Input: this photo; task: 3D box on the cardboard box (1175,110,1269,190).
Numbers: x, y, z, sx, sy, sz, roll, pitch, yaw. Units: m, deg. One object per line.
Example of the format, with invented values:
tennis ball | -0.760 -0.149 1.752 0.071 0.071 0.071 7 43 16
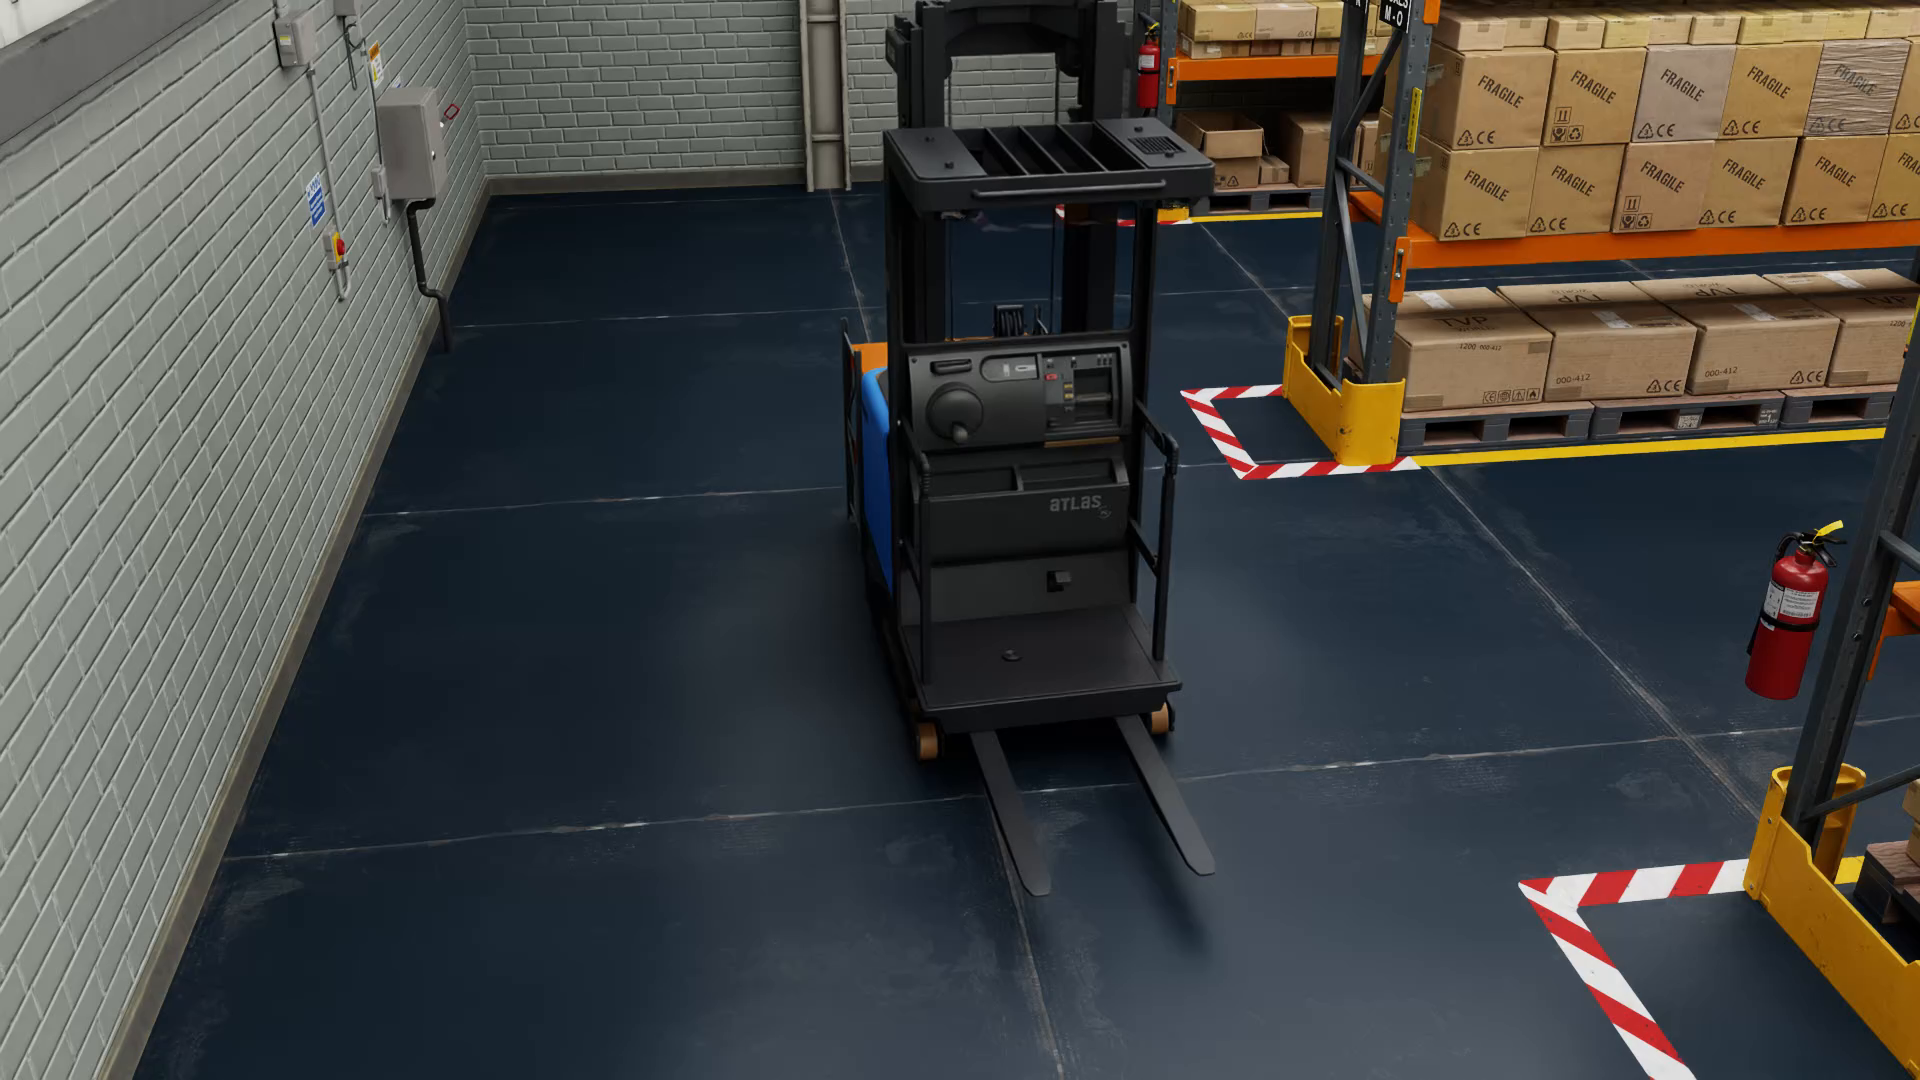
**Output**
cardboard box | 2.231 -3.347 14.262 0.637 0.503 0.797 -5 28 -9

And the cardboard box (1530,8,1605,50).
cardboard box | 3.220 -2.720 8.850 0.250 0.149 0.380 -3 27 -6

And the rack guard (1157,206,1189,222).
rack guard | 1.687 -3.168 14.376 0.348 0.500 1.175 -4 27 -7

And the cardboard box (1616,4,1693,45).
cardboard box | 3.731 -2.786 8.978 0.250 0.149 0.380 -3 27 -7

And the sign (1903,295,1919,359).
sign | 3.039 -0.708 5.229 0.005 0.325 0.100 -4 27 -7

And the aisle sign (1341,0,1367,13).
aisle sign | 2.193 -3.324 9.094 0.004 0.787 0.394 -4 27 -7

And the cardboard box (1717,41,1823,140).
cardboard box | 4.335 -2.527 9.184 0.500 0.500 0.500 -4 27 -7

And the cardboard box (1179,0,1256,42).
cardboard box | 2.099 -4.248 13.581 0.500 0.250 0.500 -4 27 -7

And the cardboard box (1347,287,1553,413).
cardboard box | 2.947 -1.165 10.082 0.875 0.438 0.875 -5 28 -9

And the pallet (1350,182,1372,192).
pallet | 3.682 -3.166 14.690 1.213 0.211 1.003 -4 27 -7

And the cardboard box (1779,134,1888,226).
cardboard box | 4.840 -2.111 9.470 0.500 0.500 0.500 -4 27 -8

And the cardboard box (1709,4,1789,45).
cardboard box | 4.239 -2.786 8.979 0.250 0.149 0.380 -4 27 -8

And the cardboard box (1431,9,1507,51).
cardboard box | 2.697 -2.707 8.824 0.250 0.149 0.380 -3 27 -6

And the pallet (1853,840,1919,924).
pallet | 3.981 1.400 5.790 1.213 0.211 1.003 -4 27 -7

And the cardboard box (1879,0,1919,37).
cardboard box | 5.235 -2.897 9.195 0.250 0.149 0.380 -4 27 -8

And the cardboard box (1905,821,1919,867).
cardboard box | 3.589 1.154 5.878 0.250 0.149 0.380 -3 27 -6

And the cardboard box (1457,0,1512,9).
cardboard box | 2.883 -2.950 9.298 0.250 0.149 0.380 -3 27 -6

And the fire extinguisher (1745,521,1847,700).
fire extinguisher | 2.783 0.208 5.553 0.183 0.674 0.296 -4 27 -7

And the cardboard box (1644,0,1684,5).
cardboard box | 3.890 -3.029 9.451 0.250 0.149 0.380 -3 27 -6

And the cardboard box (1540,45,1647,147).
cardboard box | 3.333 -2.458 9.051 0.500 0.500 0.500 -4 27 -9

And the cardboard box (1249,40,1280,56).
cardboard box | 2.476 -4.130 13.788 0.250 0.149 0.380 -4 27 -8

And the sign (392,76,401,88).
sign | -3.695 -2.789 11.004 0.001 0.494 0.329 -4 27 -7

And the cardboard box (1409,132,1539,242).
cardboard box | 2.822 -1.977 9.207 0.500 0.500 0.500 -4 27 -8

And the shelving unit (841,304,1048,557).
shelving unit | -0.047 -0.573 8.635 1.048 1.125 0.538 -5 28 -10

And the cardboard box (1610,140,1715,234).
cardboard box | 3.826 -2.046 9.341 0.500 0.500 0.500 -4 27 -7

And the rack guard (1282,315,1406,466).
rack guard | 2.283 -0.918 9.991 0.348 0.500 1.175 -4 27 -7

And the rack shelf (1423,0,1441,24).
rack shelf | 4.288 -3.173 9.150 4.000 0.370 1.077 -4 27 -7

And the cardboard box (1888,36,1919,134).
cardboard box | 5.336 -2.592 9.310 0.500 0.500 0.500 -4 27 -8

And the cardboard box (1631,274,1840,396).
cardboard box | 4.745 -1.284 10.313 0.875 0.438 0.875 -4 27 -9

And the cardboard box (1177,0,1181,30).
cardboard box | 2.030 -4.490 14.053 0.500 0.250 0.500 -3 27 -6

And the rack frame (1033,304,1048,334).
rack frame | 0.451 -0.621 8.727 0.032 1.125 0.500 -5 28 -10

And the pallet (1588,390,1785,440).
pallet | 4.293 -0.953 10.376 1.213 0.211 1.003 -4 27 -7

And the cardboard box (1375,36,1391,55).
cardboard box | 3.516 -4.146 13.819 0.250 0.149 0.380 -3 27 -6

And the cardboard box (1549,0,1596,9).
cardboard box | 3.382 -3.002 9.399 0.250 0.149 0.380 -3 27 -6

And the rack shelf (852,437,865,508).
rack shelf | -0.047 -0.356 8.747 1.000 0.278 0.538 -5 28 -10

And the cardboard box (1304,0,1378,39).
cardboard box | 3.099 -4.314 13.709 0.500 0.250 0.500 -4 27 -8

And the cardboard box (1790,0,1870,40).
cardboard box | 4.733 -2.847 9.098 0.250 0.149 0.380 -4 27 -8

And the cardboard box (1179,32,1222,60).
cardboard box | 1.976 -4.060 13.652 0.250 0.149 0.380 -4 27 -8

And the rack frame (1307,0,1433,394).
rack frame | 2.307 -2.031 9.423 0.127 3.000 1.000 -4 27 -7

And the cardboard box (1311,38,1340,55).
cardboard box | 2.997 -4.137 13.803 0.250 0.149 0.380 -3 27 -6

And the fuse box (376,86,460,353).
fuse box | -3.422 -2.048 10.867 0.414 1.711 0.539 -4 27 -7

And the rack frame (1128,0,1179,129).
rack frame | 1.612 -4.275 13.796 0.127 3.000 1.000 -4 27 -7

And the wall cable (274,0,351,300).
wall cable | -3.273 -2.128 8.464 0.123 1.953 0.585 -4 27 -7

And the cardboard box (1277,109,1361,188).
cardboard box | 3.083 -3.383 14.335 0.500 0.500 0.700 -3 27 -5

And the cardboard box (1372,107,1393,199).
cardboard box | 2.748 -2.226 9.693 0.500 0.500 0.500 -4 27 -7

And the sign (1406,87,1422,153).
sign | 2.378 -2.200 8.718 0.005 0.325 0.100 -4 27 -7

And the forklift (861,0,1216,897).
forklift | 0.295 -0.564 6.639 1.130 2.935 3.031 -5 28 -10

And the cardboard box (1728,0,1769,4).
cardboard box | 4.408 -3.073 9.537 0.250 0.149 0.380 -4 27 -7

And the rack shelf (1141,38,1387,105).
rack shelf | 3.592 -4.082 14.208 4.000 0.370 1.077 -4 27 -7
